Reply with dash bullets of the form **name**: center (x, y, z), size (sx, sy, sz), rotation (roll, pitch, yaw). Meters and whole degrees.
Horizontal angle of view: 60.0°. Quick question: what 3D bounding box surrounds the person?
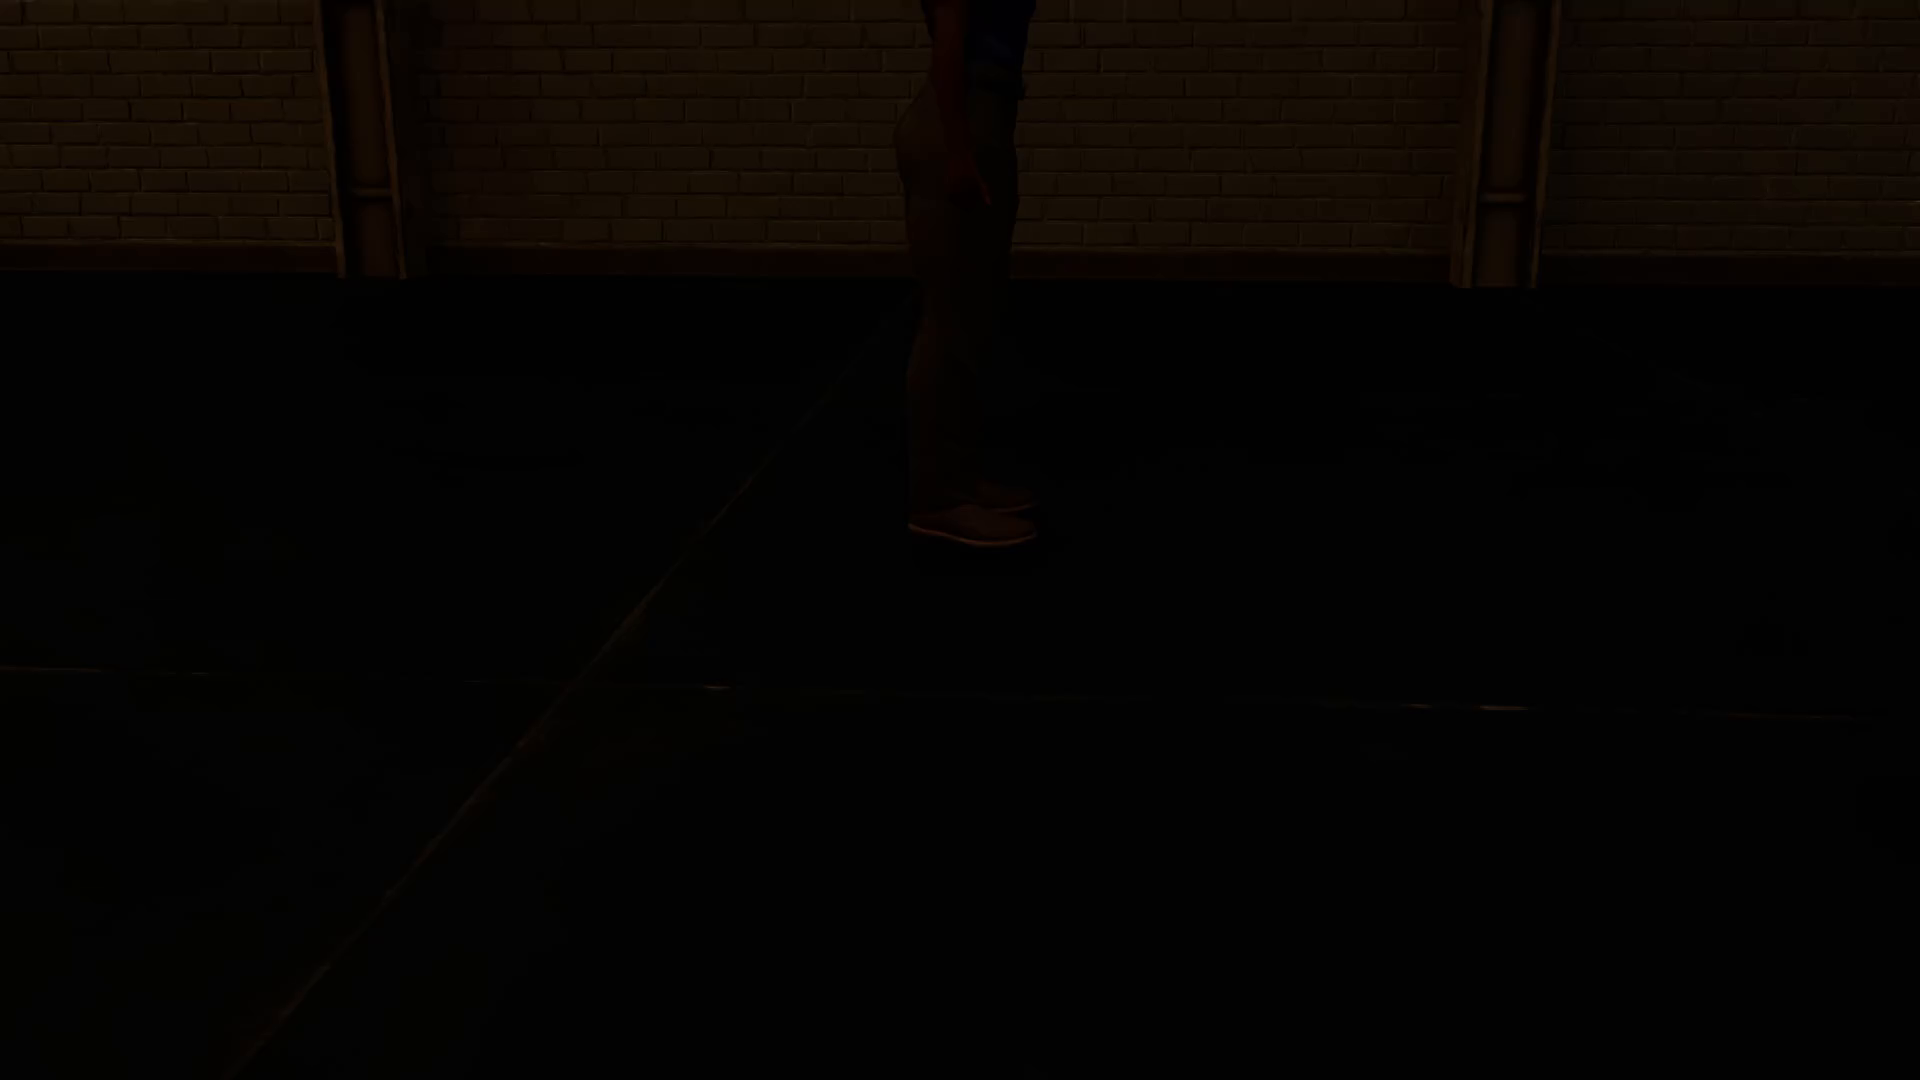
- **person**: center (0.023, -0.828, 3.580), size (0.320, 1.648, 0.446), rotation (1, 15, 4)
